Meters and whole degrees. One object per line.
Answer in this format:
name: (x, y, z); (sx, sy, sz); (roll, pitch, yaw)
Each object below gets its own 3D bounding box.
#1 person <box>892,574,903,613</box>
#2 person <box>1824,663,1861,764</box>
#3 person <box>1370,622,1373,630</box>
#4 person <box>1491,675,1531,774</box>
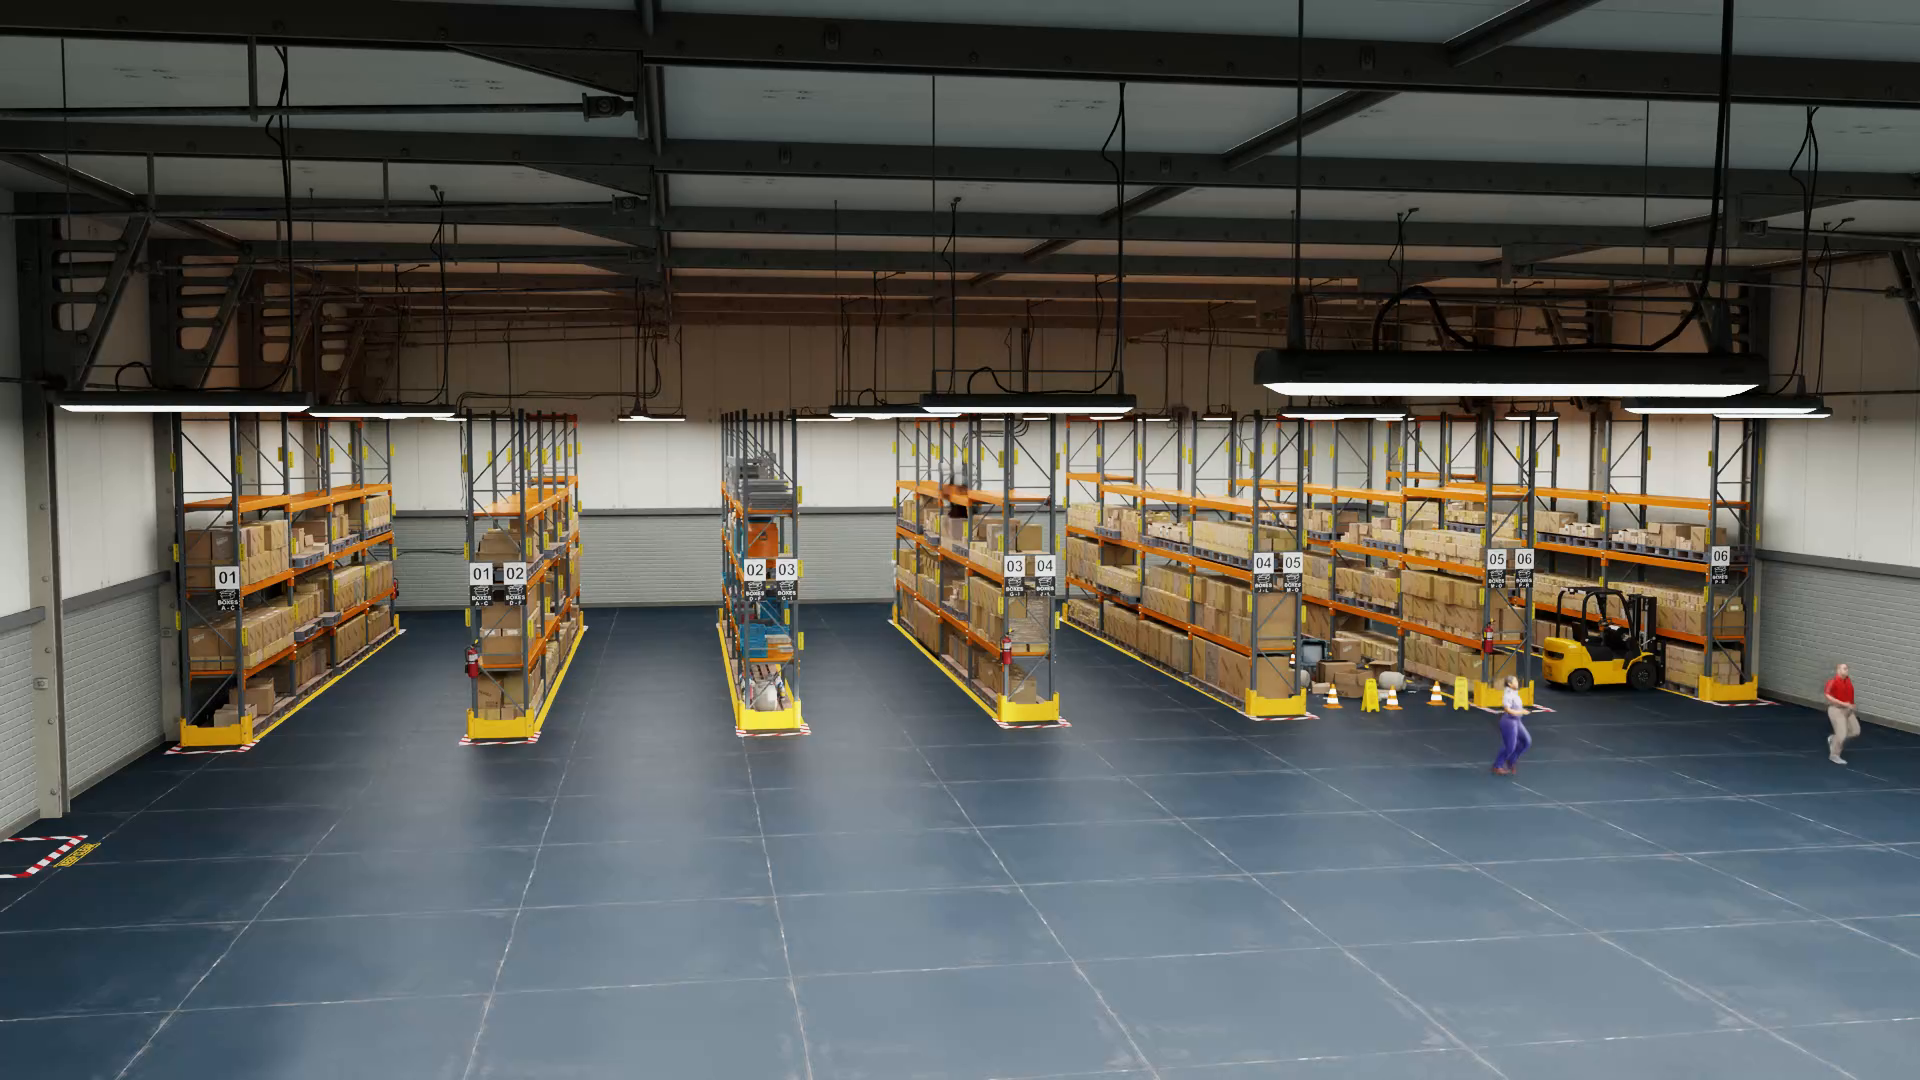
person: (-1.637, 1.414, 49.284); (0.802, 1.810, 0.673); (1, 4, 11)
person: (14.915, 2.925, 28.097); (0.705, 1.684, 0.585); (-2, 4, -27)
person: (11.015, 1.672, 45.028); (0.699, 1.756, 0.988); (-1, 4, -11)
person: (8.985, 3.025, 27.076); (0.604, 1.624, 0.667); (2, 5, 29)
